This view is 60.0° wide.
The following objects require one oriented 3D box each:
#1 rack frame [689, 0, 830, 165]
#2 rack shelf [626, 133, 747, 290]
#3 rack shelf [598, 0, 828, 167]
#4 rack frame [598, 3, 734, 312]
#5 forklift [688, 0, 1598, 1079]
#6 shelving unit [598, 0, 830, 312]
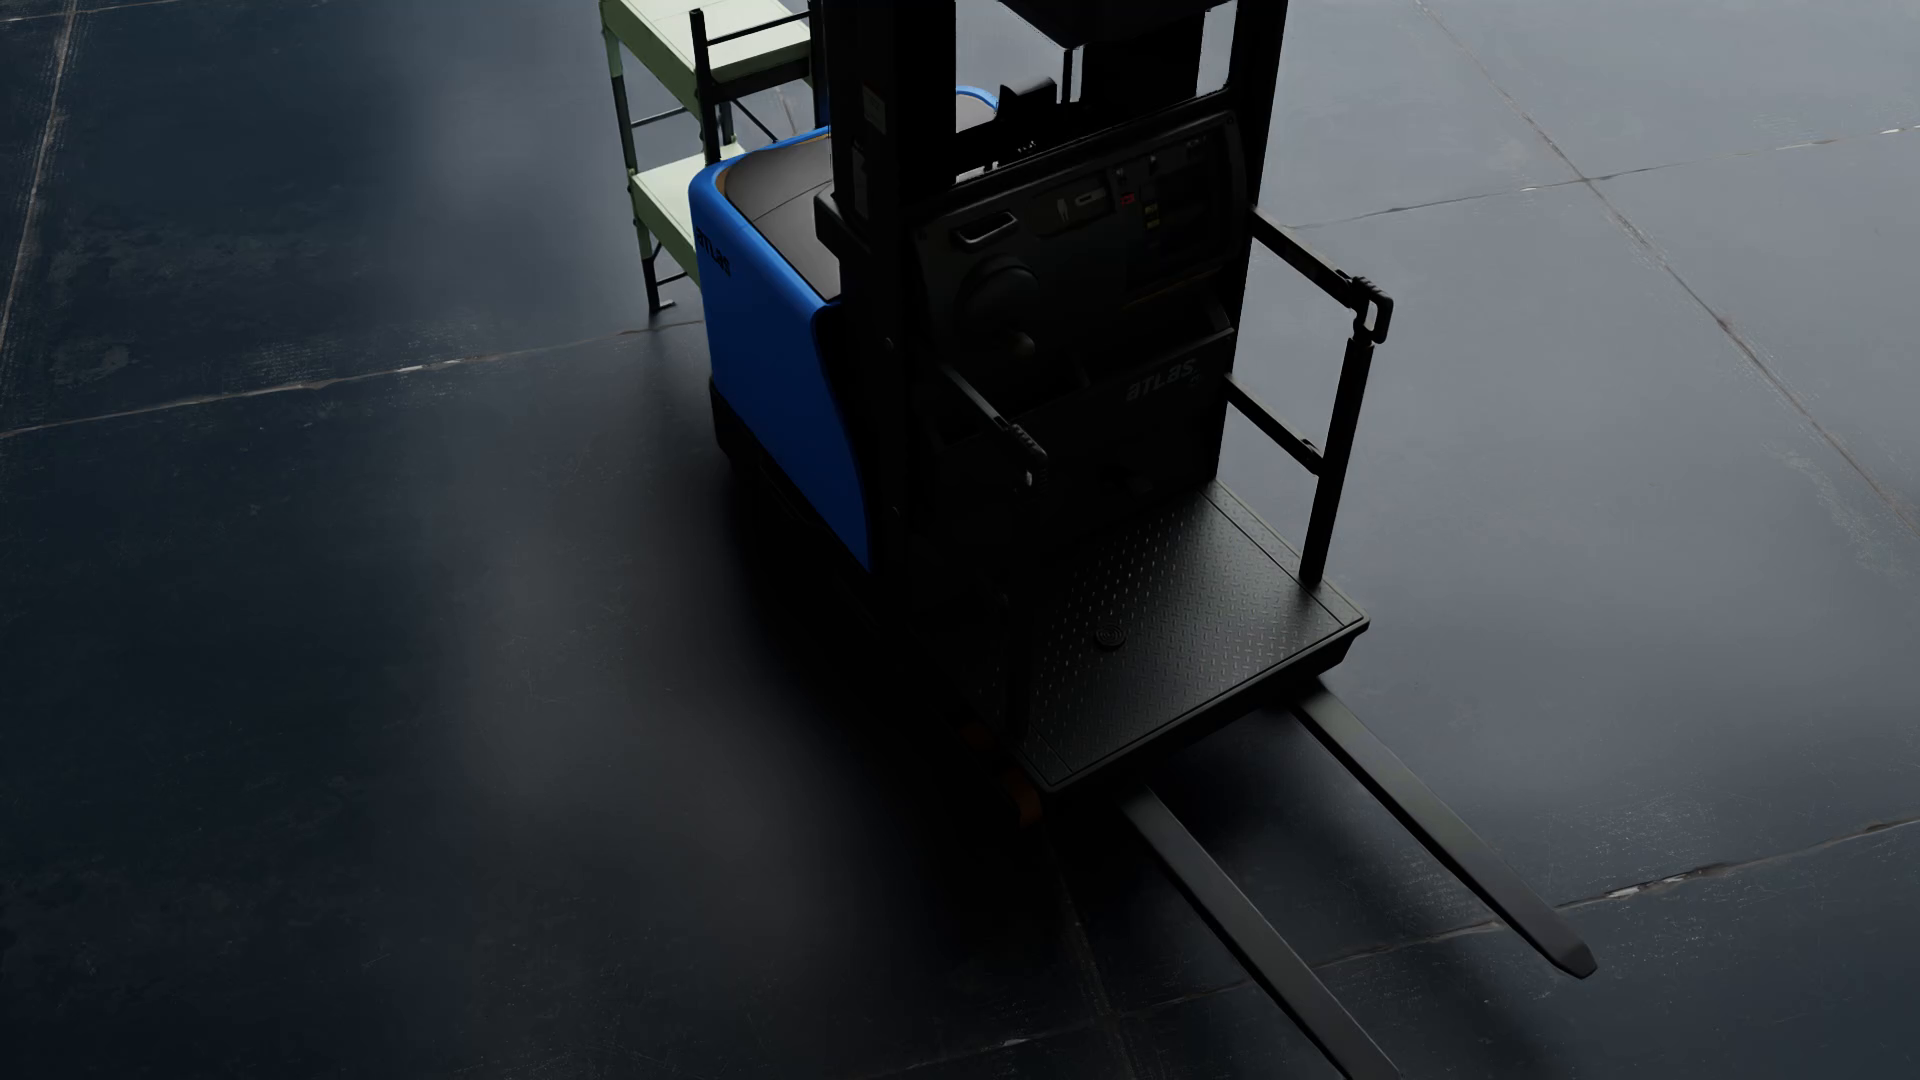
[{"bbox_3d":[-0.570,-0.999,5.177,0.400,1.500,0.023,-24,50,-22],"label":"rack frame"},{"bbox_3d":[-0.765,-0.991,5.627,0.431,0.370,0.720,-24,50,-22],"label":"rack shelf"},{"bbox_3d":[-0.766,-1.494,5.116,0.431,0.370,0.720,-24,50,-22],"label":"rack shelf"},{"bbox_3d":[-0.960,-1.441,5.612,0.400,1.500,0.023,-24,50,-22],"label":"rack frame"},{"bbox_3d":[0.417,-0.637,3.822,1.130,2.935,3.031,-25,51,-22],"label":"forklift"},{"bbox_3d":[-0.765,-1.220,5.394,0.431,1.500,0.755,-24,50,-22],"label":"shelving unit"}]
